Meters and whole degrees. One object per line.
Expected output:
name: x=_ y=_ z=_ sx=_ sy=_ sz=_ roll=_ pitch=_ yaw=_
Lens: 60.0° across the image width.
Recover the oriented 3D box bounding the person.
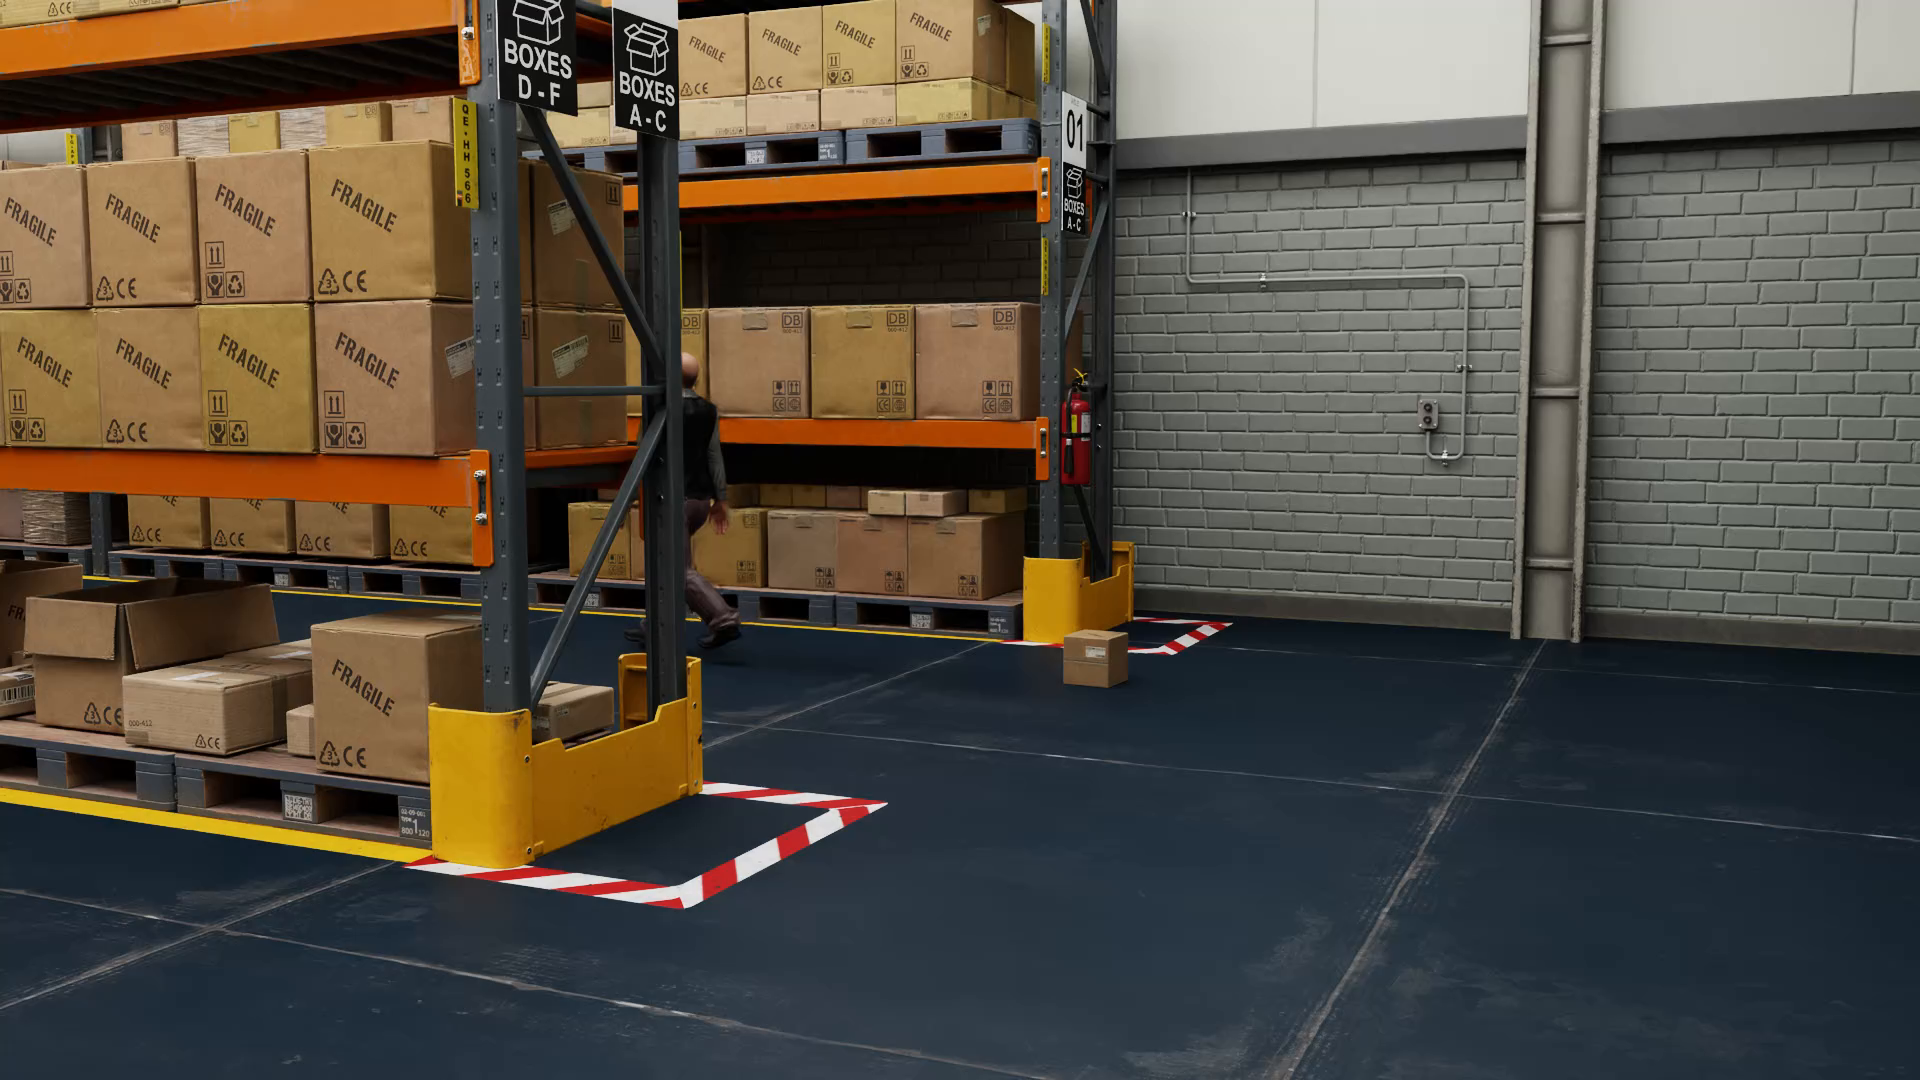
person: x=-1.590 y=-0.199 z=9.256 sx=0.998 sy=1.683 sz=0.561 roll=3 pitch=7 yaw=32
